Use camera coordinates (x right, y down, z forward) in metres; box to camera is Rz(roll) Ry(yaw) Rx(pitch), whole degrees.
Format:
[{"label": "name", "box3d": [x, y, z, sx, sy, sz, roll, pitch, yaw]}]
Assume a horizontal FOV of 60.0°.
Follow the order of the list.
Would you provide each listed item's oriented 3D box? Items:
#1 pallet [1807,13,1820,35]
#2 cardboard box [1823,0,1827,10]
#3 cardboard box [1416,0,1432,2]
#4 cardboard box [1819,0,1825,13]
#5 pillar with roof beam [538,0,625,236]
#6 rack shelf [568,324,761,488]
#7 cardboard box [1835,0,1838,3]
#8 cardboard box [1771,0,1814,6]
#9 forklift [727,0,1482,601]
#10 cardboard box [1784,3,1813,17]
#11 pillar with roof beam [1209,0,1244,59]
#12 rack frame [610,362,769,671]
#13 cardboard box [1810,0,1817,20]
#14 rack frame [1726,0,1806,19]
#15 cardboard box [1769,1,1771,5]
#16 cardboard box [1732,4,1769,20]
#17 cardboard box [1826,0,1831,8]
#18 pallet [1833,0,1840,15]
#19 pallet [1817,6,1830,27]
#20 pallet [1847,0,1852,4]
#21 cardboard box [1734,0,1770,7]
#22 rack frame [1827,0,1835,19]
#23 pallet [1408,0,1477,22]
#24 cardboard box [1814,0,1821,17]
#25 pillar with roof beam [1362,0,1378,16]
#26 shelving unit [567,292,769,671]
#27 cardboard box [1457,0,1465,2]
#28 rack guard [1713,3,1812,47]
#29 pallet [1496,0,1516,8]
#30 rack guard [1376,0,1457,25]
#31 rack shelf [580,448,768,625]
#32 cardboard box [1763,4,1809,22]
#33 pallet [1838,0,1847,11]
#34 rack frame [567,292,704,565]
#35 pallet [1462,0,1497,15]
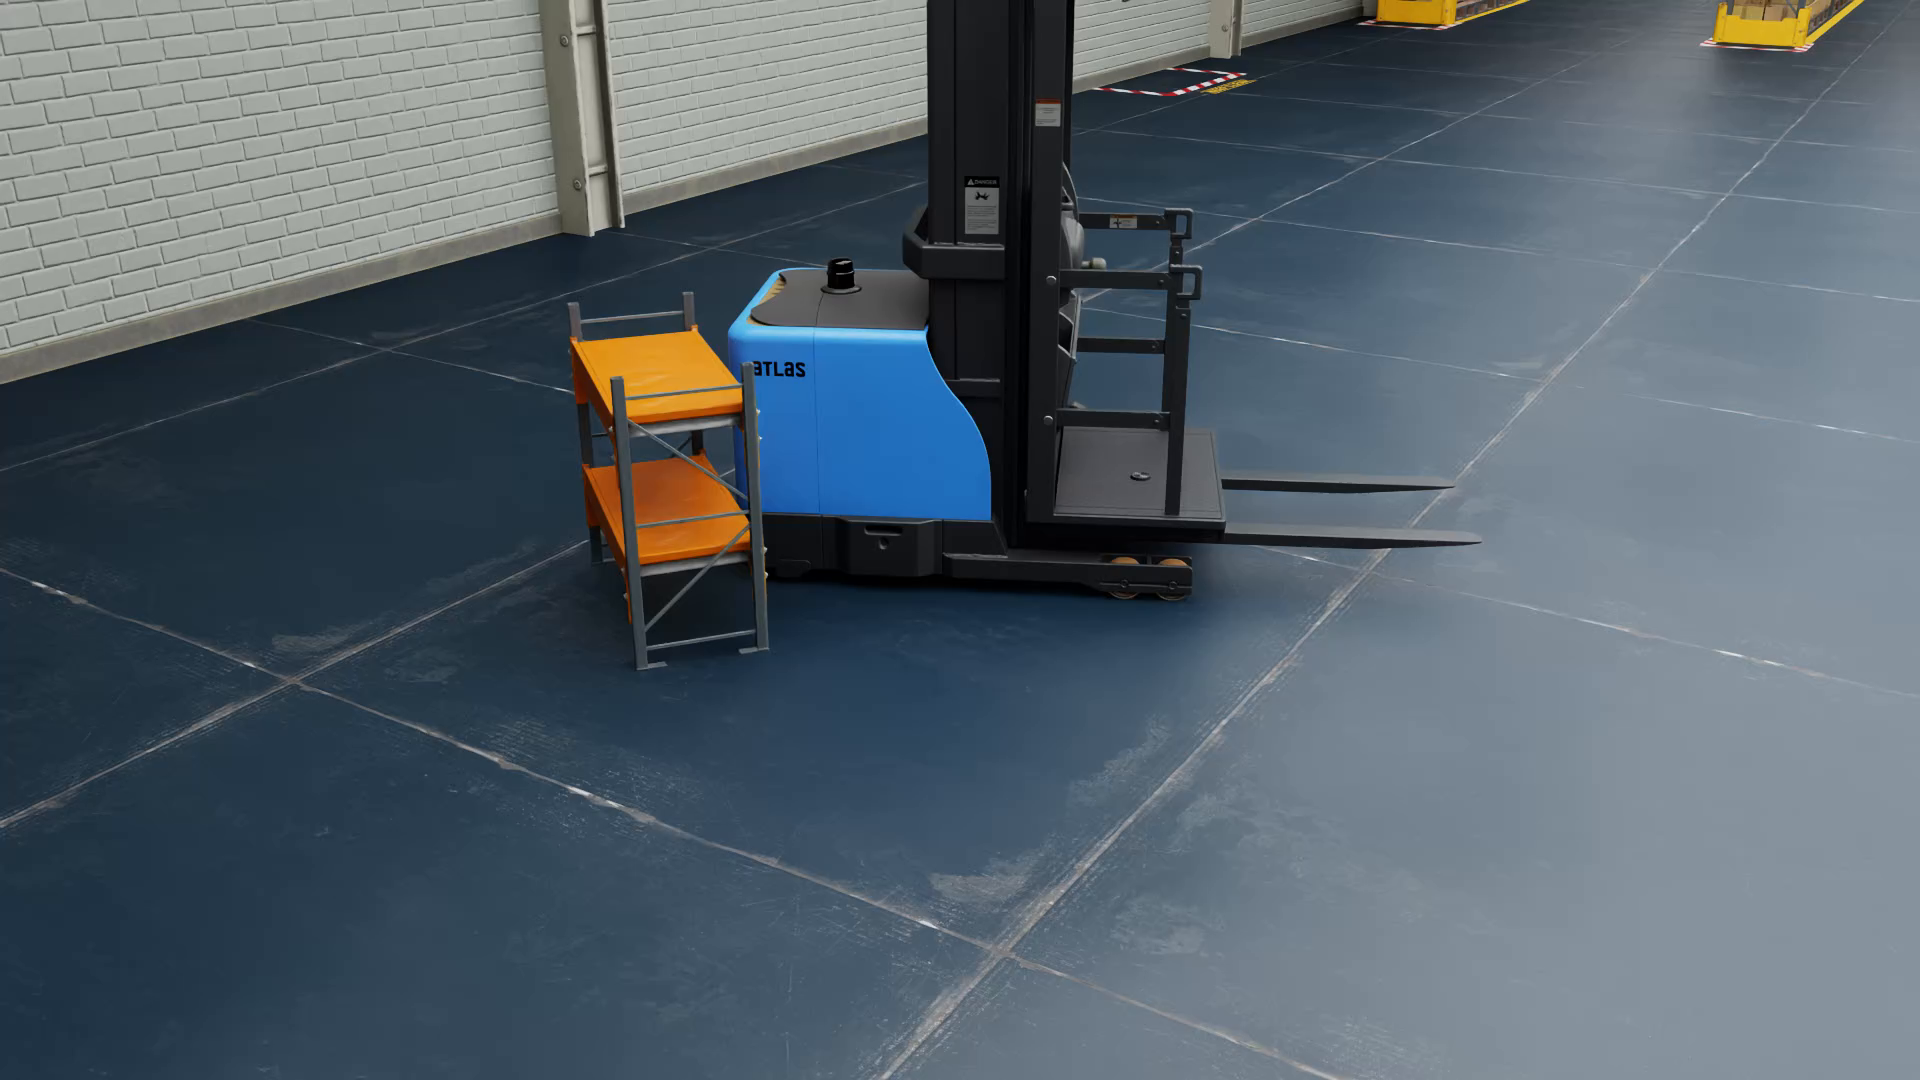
[{"label": "pallet", "box3d": [12.266, -7.781, 24.958, 1.003, 0.211, 1.213, 14, 27, 29]}, {"label": "cardboard box", "box3d": [13.033, -8.296, 25.569, 0.500, 0.250, 0.500, 14, 27, 29]}, {"label": "cardboard box", "box3d": [7.485, -8.603, 26.178, 0.500, 0.311, 0.500, 11, 26, 23]}, {"label": "cardboard box", "box3d": [12.782, -8.124, 25.172, 0.500, 0.250, 0.500, 14, 27, 29]}, {"label": "pillar with roof beam", "box3d": [0.840, -5.614, 8.891, 9.100, 9.000, 0.400, 14, 27, 29]}, {"label": "rack shelf", "box3d": [-1.140, -0.531, 6.323, 0.538, 0.278, 1.000, -8, 25, -19]}, {"label": "cardboard box", "box3d": [13.787, -8.749, 26.616, 0.500, 0.250, 0.500, 13, 27, 28]}, {"label": "cardboard box", "box3d": [11.988, -7.962, 23.855, 0.500, 0.500, 0.500, 14, 27, 29]}, {"label": "forklift", "box3d": [0.621, -1.322, 6.614, 3.031, 2.935, 1.130, 2, 23, 5]}, {"label": "cardboard box", "box3d": [11.986, -7.618, 24.005, 0.500, 0.250, 0.500, 14, 27, 29]}, {"label": "pillar with roof beam", "box3d": [7.170, -9.664, 18.246, 9.100, 9.000, 0.400, 14, 27, 29]}, {"label": "rack frame", "box3d": [-0.963, -0.073, 6.002, 0.500, 1.125, 0.032, -8, 25, -19]}, {"label": "cardboard box", "box3d": [12.251, -7.787, 24.395, 0.500, 0.250, 0.500, 14, 27, 29]}, {"label": "rack frame", "box3d": [11.254, -8.384, 22.840, 1.000, 3.000, 0.127, 14, 27, 29]}, {"label": "cardboard box", "box3d": [11.539, -7.729, 24.260, 0.500, 0.250, 0.500, 14, 27, 29]}, {"label": "cardboard box", "box3d": [11.286, -7.557, 23.864, 0.500, 0.250, 0.500, 14, 27, 29]}, {"label": "cardboard box", "box3d": [13.305, -8.462, 25.954, 0.500, 0.250, 0.500, 14, 27, 29]}, {"label": "pallet", "box3d": [13.719, -8.711, 27.106, 1.003, 0.211, 1.213, 14, 27, 29]}, {"label": "pallet", "box3d": [12.909, -8.194, 25.913, 1.003, 0.211, 1.213, 14, 27, 29]}, {"label": "pallet", "box3d": [15.007, -9.534, 29.009, 1.003, 0.211, 1.213, 14, 27, 29]}, {"label": "cardboard box", "box3d": [11.284, -7.902, 23.716, 0.500, 0.500, 0.500, 14, 27, 29]}, {"label": "rack frame", "box3d": [13.364, -9.734, 25.959, 1.000, 3.000, 0.127, 14, 27, 29]}, {"label": "pallet", "box3d": [7.542, -8.433, 26.465, 1.003, 0.211, 1.213, 14, 27, 29]}, {"label": "cardboard box", "box3d": [12.518, -7.955, 24.782, 0.500, 0.250, 0.500, 14, 27, 29]}, {"label": "pillar with roof beam", "box3d": [10.335, -11.689, 22.924, 9.100, 9.000, 0.400, 14, 27, 29]}, {"label": "shelving unit", "box3d": [-1.140, -0.262, 6.439, 0.538, 1.125, 1.048, -8, 25, -19]}, {"label": "cardboard box", "box3d": [7.786, -8.796, 26.623, 0.500, 0.311, 0.500, 16, 28, 33]}, {"label": "rack guard", "box3d": [11.241, -7.228, 23.318, 1.175, 0.500, 0.348, 14, 27, 29]}, {"label": "pallet", "box3d": [8.829, -9.257, 28.367, 1.003, 0.211, 1.213, 14, 27, 29]}, {"label": "rack guard", "box3d": [7.084, -8.299, 25.791, 1.175, 0.500, 0.348, 14, 27, 29]}, {"label": "rack shelf", "box3d": [-1.140, -0.038, 6.536, 0.538, 0.278, 1.000, -8, 25, -19]}, {"label": "cardboard box", "box3d": [11.726, -7.449, 23.614, 0.500, 0.250, 0.500, 14, 27, 29]}, {"label": "pallet", "box3d": [14.362, -9.124, 28.061, 1.003, 0.211, 1.213, 14, 27, 29]}, {"label": "rack frame", "box3d": [-1.317, -0.451, 6.877, 0.500, 1.125, 0.032, -8, 25, -19]}, {"label": "pallet", "box3d": [8.187, -8.843, 27.412, 1.003, 0.211, 1.213, 14, 27, 29]}]
